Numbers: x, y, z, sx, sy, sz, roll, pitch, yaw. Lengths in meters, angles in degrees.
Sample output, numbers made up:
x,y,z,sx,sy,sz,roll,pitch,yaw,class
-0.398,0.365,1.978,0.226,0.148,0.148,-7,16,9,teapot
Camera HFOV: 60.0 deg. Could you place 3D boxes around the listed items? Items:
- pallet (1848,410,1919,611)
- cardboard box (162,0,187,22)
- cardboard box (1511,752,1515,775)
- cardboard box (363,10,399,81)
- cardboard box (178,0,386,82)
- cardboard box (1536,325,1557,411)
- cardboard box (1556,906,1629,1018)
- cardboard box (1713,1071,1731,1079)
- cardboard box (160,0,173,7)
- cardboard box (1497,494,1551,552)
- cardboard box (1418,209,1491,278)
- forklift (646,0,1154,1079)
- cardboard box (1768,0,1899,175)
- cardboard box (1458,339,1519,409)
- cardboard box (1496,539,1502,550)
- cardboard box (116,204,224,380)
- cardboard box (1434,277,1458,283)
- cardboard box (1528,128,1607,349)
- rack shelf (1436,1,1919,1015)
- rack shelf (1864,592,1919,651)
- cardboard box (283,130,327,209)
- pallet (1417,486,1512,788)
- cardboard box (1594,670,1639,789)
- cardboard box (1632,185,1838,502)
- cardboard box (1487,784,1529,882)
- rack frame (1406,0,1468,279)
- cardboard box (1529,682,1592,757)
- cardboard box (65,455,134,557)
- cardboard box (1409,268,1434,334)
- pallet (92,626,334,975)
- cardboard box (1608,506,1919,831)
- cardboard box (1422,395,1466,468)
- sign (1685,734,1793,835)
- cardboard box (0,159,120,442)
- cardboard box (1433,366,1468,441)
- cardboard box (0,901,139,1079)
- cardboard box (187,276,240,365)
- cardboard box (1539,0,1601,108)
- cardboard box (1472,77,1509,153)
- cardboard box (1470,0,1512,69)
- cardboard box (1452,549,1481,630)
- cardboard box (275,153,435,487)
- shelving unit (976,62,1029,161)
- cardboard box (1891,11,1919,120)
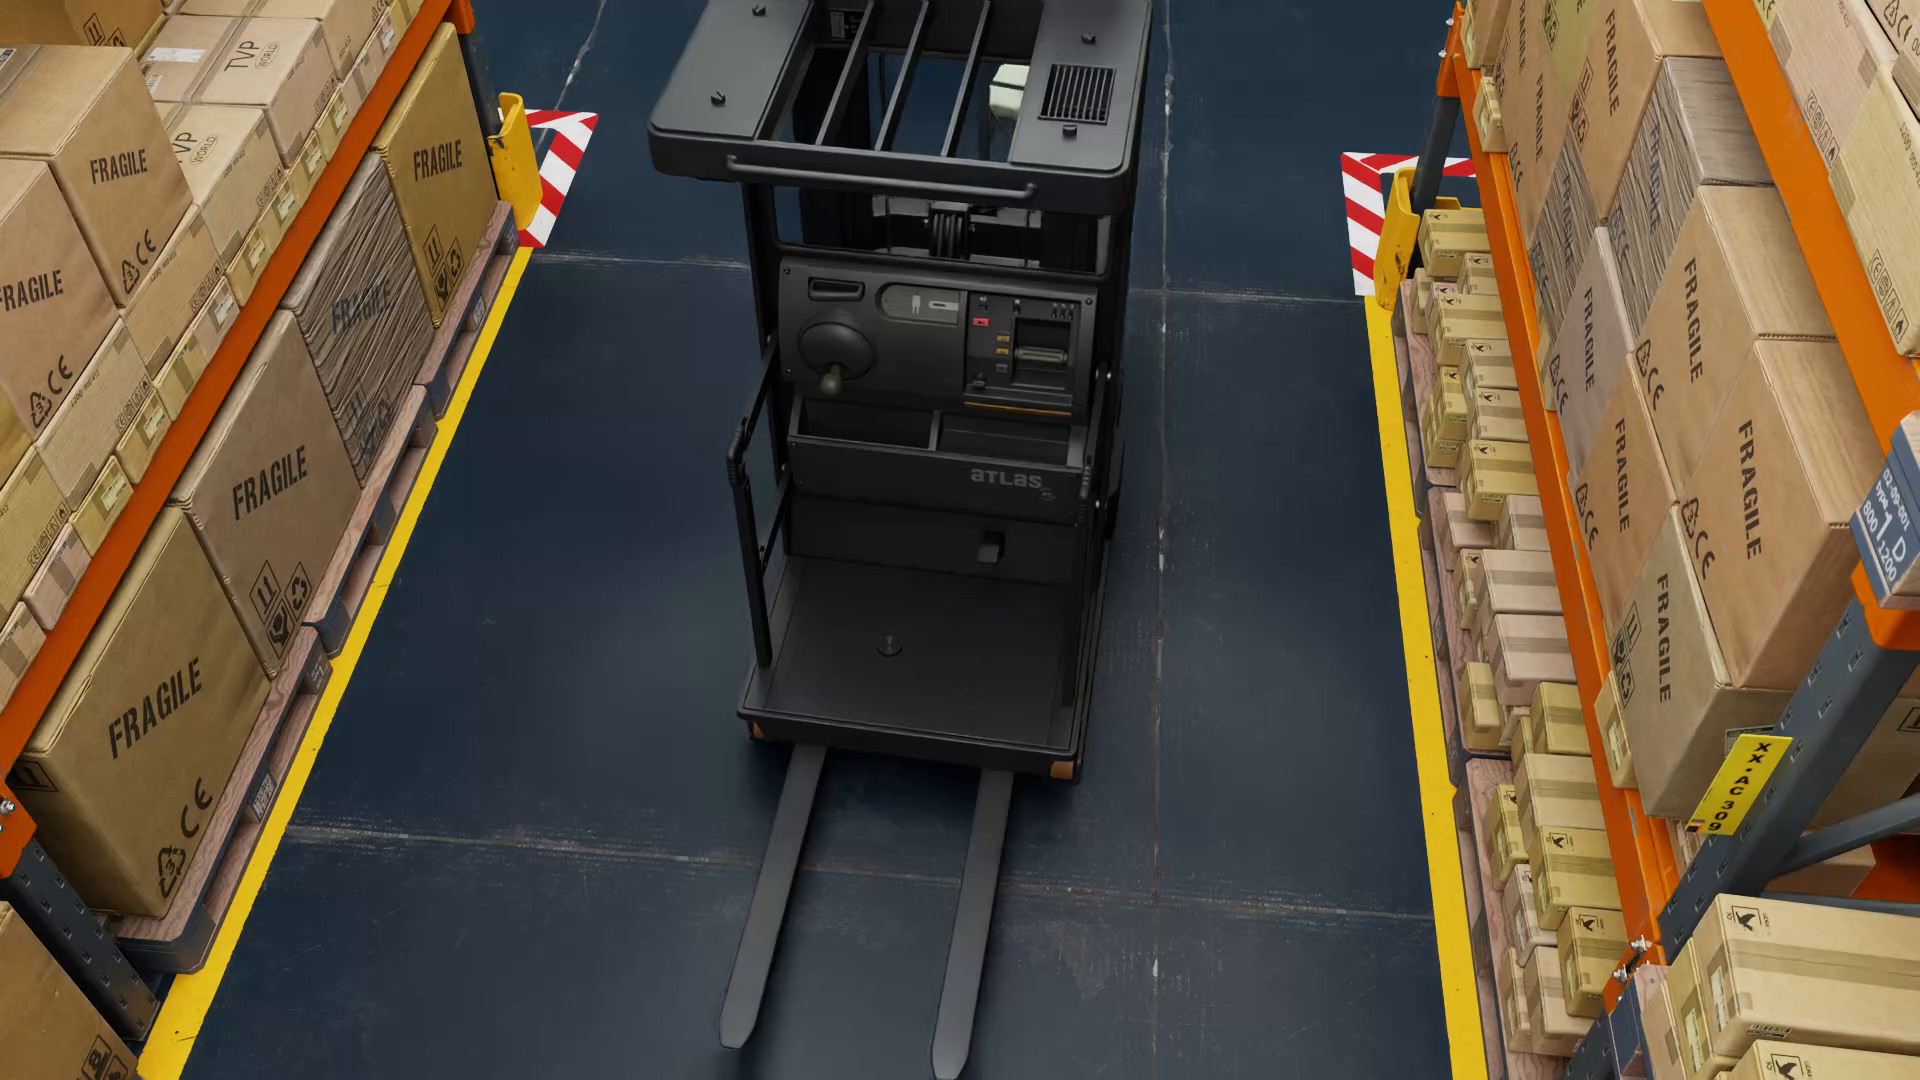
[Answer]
x,y,z,sx,sy,sz,roll,pitch,yaw,class
1.875,0.294,2.042,1.213,0.211,1.003,4,48,4,pallet
-2.881,-1.883,5.840,0.500,0.250,0.500,3,48,3,cardboard box
1.946,0.737,5.190,0.380,0.149,0.250,3,48,3,cardboard box
-2.278,-1.805,6.039,0.380,0.149,0.250,4,48,4,cardboard box
-2.355,-1.853,5.812,0.500,0.250,0.500,3,48,3,cardboard box
1.902,-0.498,4.843,0.380,0.149,0.250,5,48,4,cardboard box
1.811,1.138,4.421,0.380,0.149,0.250,5,48,5,cardboard box
1.522,1.089,2.906,0.380,0.149,0.250,3,48,3,cardboard box
-2.886,-2.151,5.577,0.500,0.500,0.500,3,48,3,cardboard box
1.988,-0.001,5.462,0.380,0.149,0.250,4,48,4,cardboard box
2.016,-1.161,6.523,0.380,0.149,0.250,2,48,2,cardboard box
-0.103,-0.487,4.709,1.130,2.935,3.031,7,48,6,forklift
1.871,-0.910,3.118,0.500,0.250,0.500,4,48,3,cardboard box
2.020,-0.586,5.997,0.380,0.149,0.250,2,48,2,cardboard box
2.005,0.111,5.561,0.380,0.149,0.250,6,48,5,cardboard box
-2.497,-0.734,4.789,0.500,0.250,0.500,5,48,4,cardboard box
2.099,-1.055,6.628,0.380,0.149,0.250,6,48,5,cardboard box
1.965,-0.836,4.713,0.500,0.500,0.500,3,48,3,cardboard box
2.220,-0.430,5.098,1.077,0.370,4.000,4,48,4,rack shelf
1.856,1.497,1.303,1.077,0.370,4.000,4,48,4,rack shelf
-2.347,-1.240,5.522,0.380,0.149,0.250,4,48,4,cardboard box
2.172,0.343,5.793,1.003,0.211,1.213,4,48,4,pallet
1.746,0.459,3.967,0.380,0.149,0.250,3,48,2,cardboard box
1.853,-0.419,3.653,0.500,0.500,0.500,3,48,2,cardboard box
1.769,0.866,4.871,0.380,0.149,0.250,2,48,2,cardboard box
2.402,-2.142,6.177,1.000,3.000,0.127,4,48,4,rack frame
1.912,0.578,4.932,0.380,0.149,0.250,5,48,5,cardboard box
-2.487,-0.108,4.486,0.380,0.149,0.250,5,48,5,cardboard box
2.036,-0.959,6.741,0.380,0.149,0.250,5,48,4,cardboard box
-2.745,0.777,5.397,1.003,0.211,1.213,4,48,4,pallet
1.801,0.288,3.684,0.500,0.500,0.500,4,48,4,cardboard box
1.945,-0.397,6.228,0.380,0.149,0.250,4,48,4,cardboard box
1.497,0.474,3.197,0.100,0.325,0.005,4,48,4,sign
-2.541,-0.610,4.167,0.500,0.500,0.500,4,48,4,cardboard box
1.952,-0.490,6.111,0.380,0.149,0.250,5,48,5,cardboard box
-2.931,1.436,4.059,1.225,0.875,0.875,4,48,4,cardboard box
-2.417,-0.674,5.004,0.380,0.149,0.250,4,48,4,cardboard box
1.988,-1.550,4.688,0.500,0.500,0.500,3,48,3,cardboard box
1.987,-1.458,5.721,0.380,0.149,0.250,3,48,2,cardboard box
2.086,-1.965,5.745,0.500,0.500,0.500,6,48,5,cardboard box
1.908,0.179,5.701,0.380,0.149,0.250,4,48,4,cardboard box
-2.589,-0.831,6.132,0.875,0.875,0.875,4,48,4,cardboard box
0.372,-1.392,6.507,0.431,1.500,0.755,13,49,12,shelving unit
1.827,-0.690,2.578,0.500,0.250,0.500,2,48,2,cardboard box
